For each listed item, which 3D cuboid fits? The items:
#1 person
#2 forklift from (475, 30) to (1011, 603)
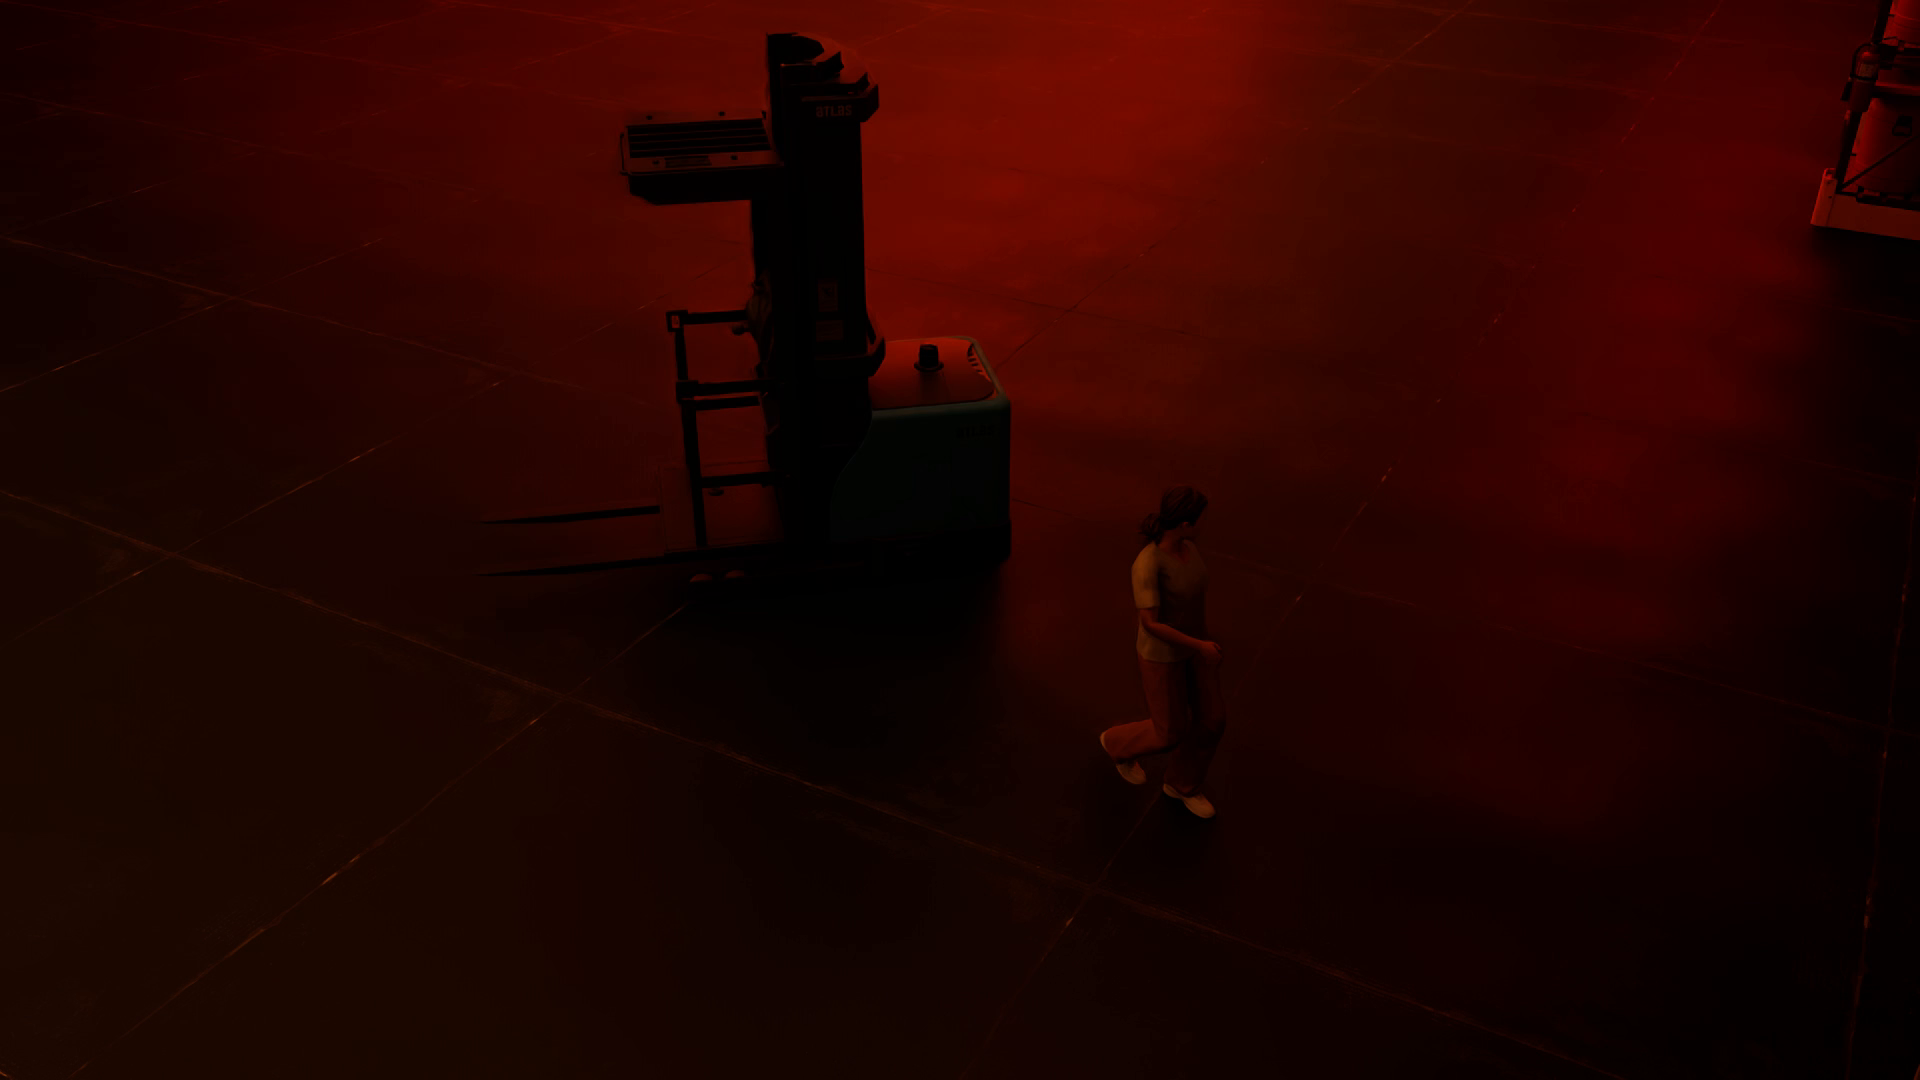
[{"bbox_3d":[0.997,0.483,7.557,0.607,1.621,0.610,-22,36,-33],"label":"person"},{"bbox_3d":[-1.273,-1.200,9.149,3.031,2.935,1.130,-6,30,-10],"label":"forklift"}]
